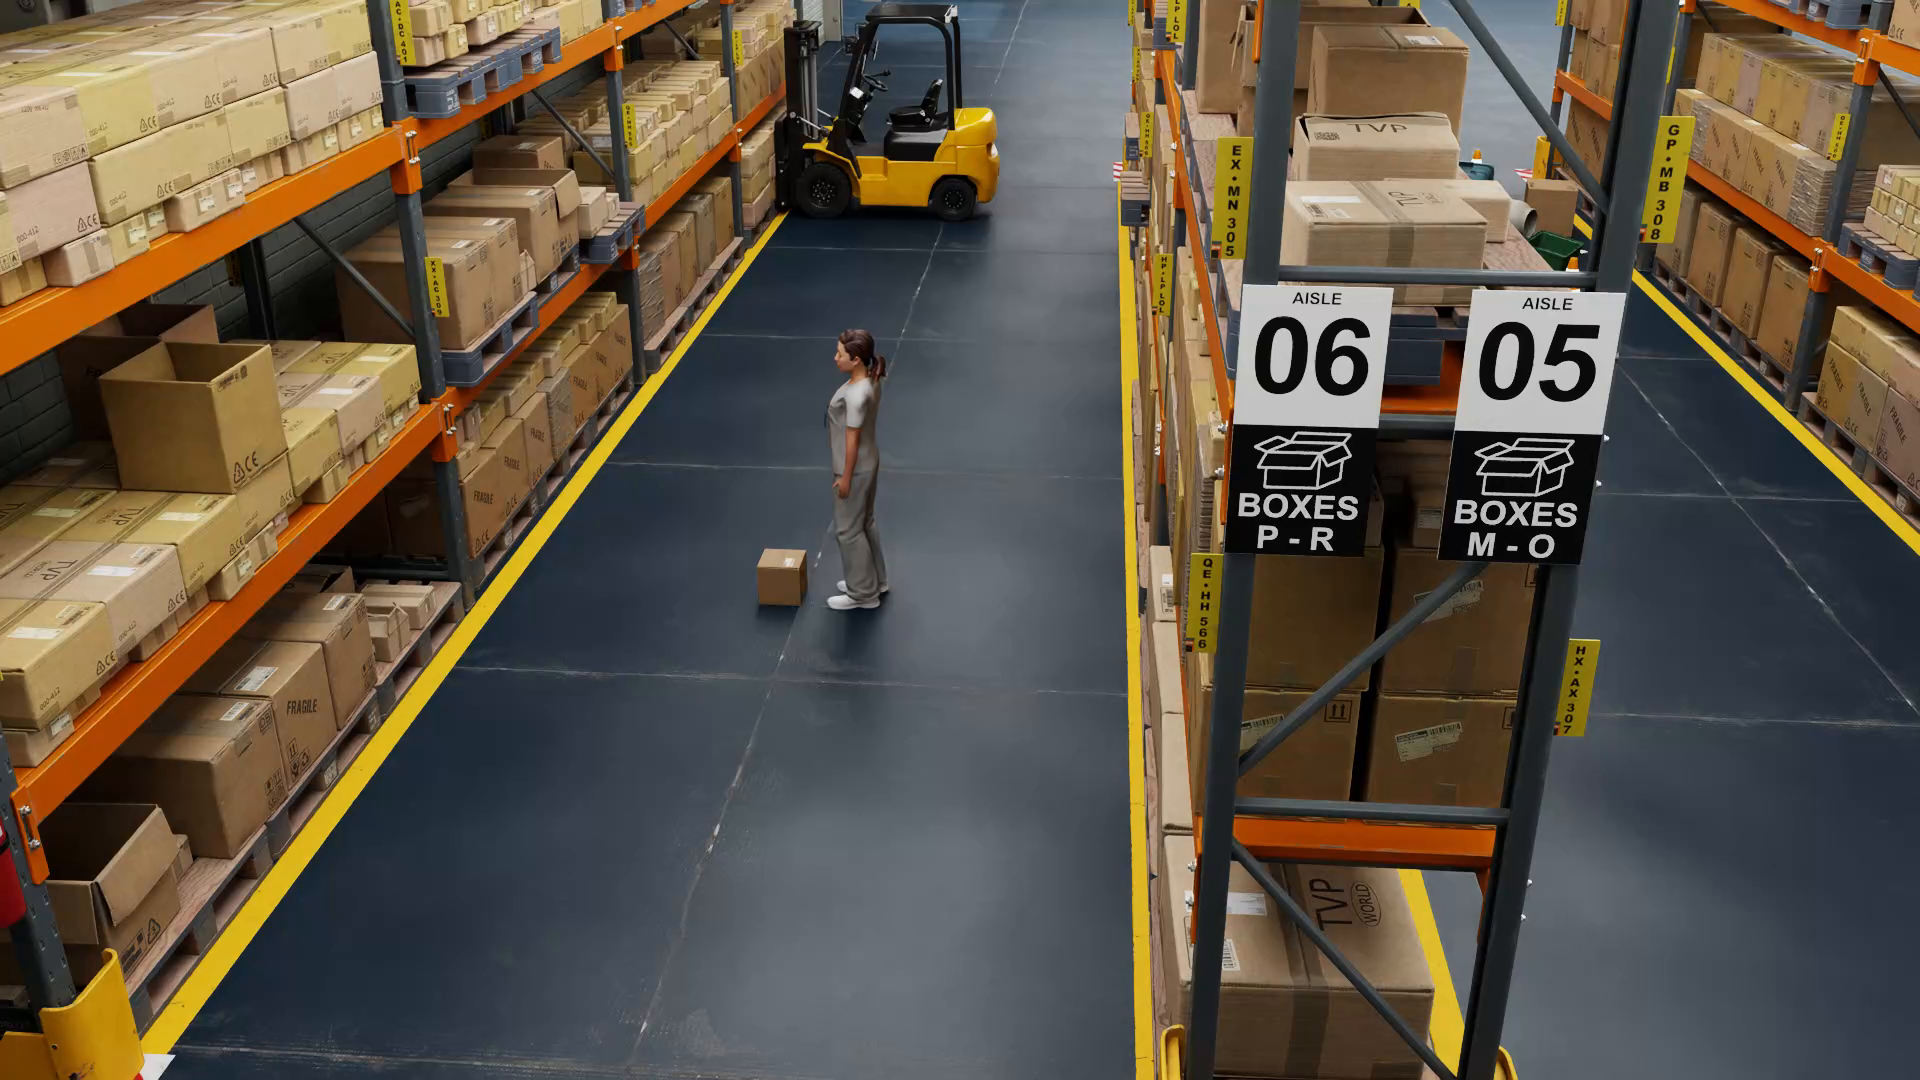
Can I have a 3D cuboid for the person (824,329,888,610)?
[{"bbox_3d":[-0.584,-0.399,9.493,0.369,1.674,0.439,2,25,5],"label":"person"}]
